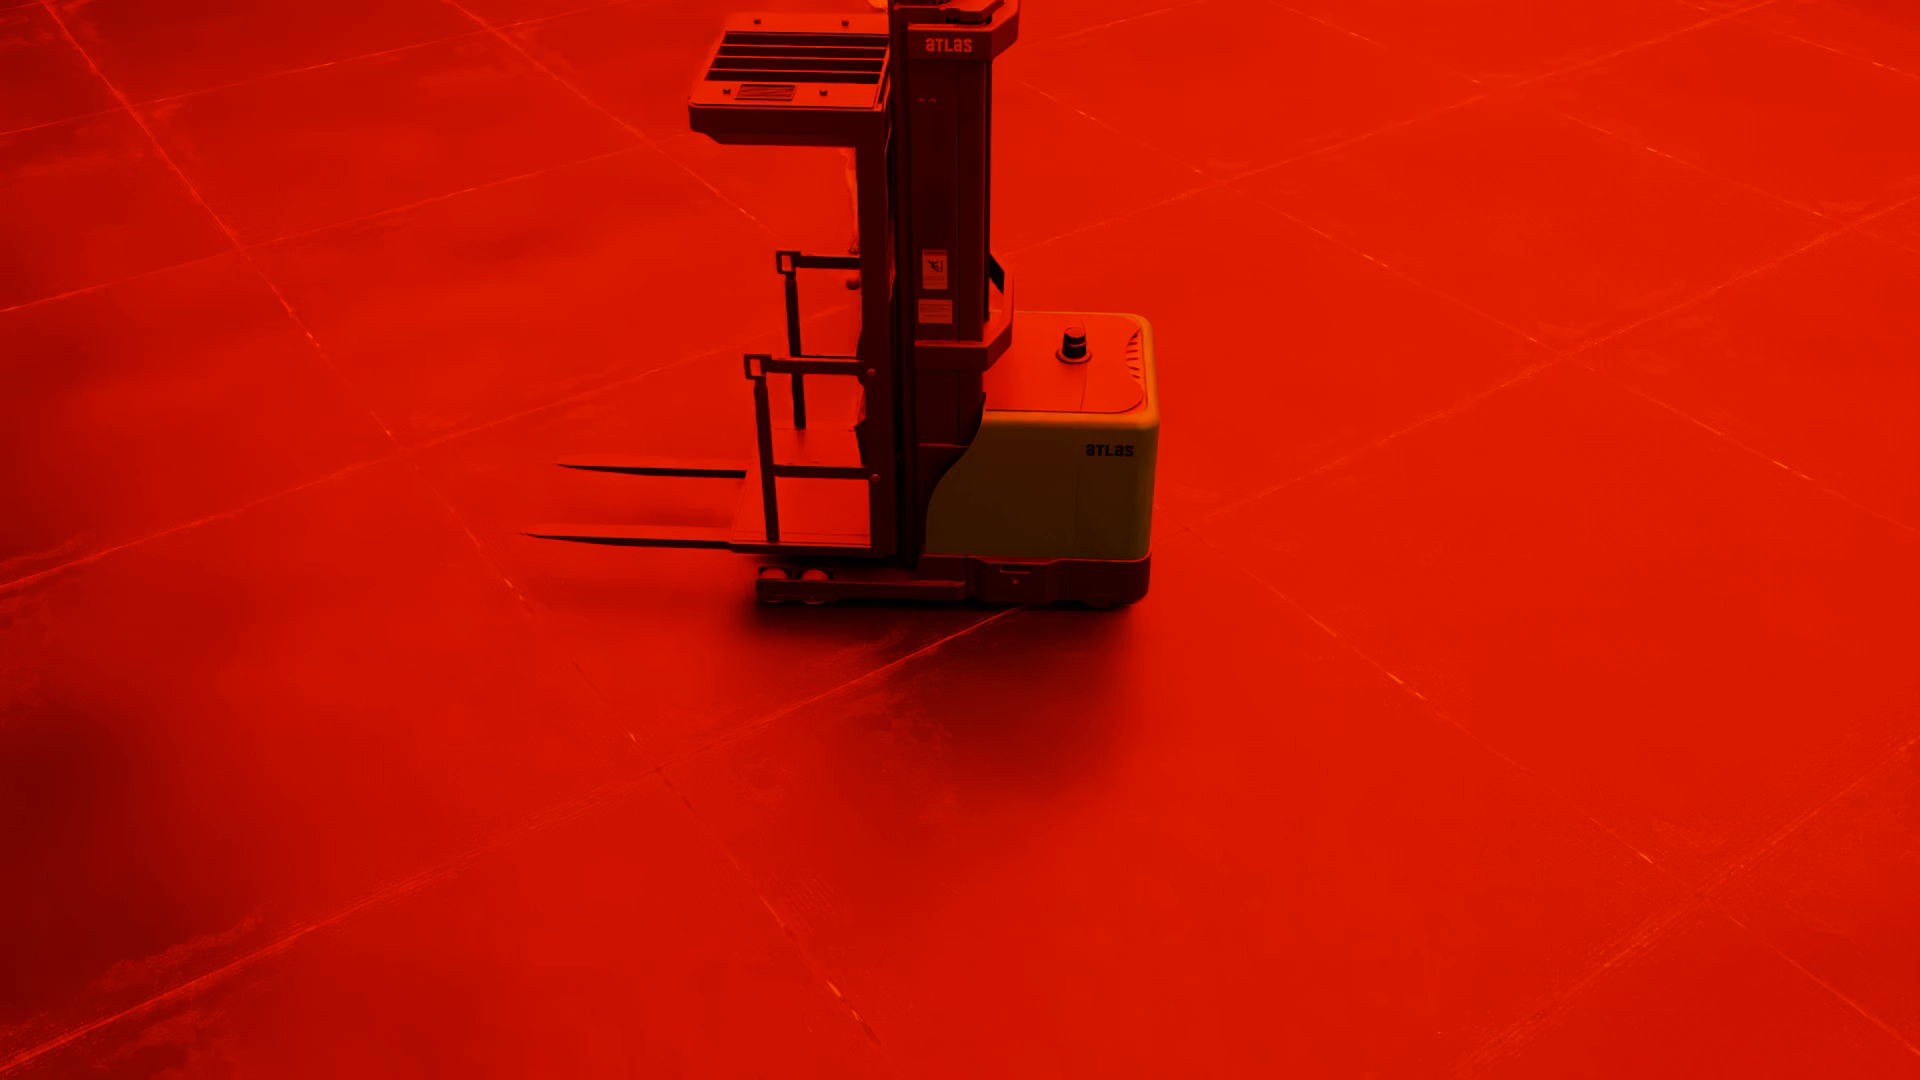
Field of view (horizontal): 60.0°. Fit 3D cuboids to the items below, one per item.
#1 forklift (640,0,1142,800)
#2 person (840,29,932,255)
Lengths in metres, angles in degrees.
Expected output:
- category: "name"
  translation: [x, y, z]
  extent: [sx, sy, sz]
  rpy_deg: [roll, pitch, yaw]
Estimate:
- category: "forklift"
  translation: [-0.275, -0.839, 7.079]
  extent: [1.130, 2.935, 3.031]
  rpy_deg: [19, 41, 24]
- category: "person"
  translation: [-0.464, -2.613, 10.474]
  extent: [0.585, 1.747, 0.440]
  rpy_deg: [-5, 37, -7]
